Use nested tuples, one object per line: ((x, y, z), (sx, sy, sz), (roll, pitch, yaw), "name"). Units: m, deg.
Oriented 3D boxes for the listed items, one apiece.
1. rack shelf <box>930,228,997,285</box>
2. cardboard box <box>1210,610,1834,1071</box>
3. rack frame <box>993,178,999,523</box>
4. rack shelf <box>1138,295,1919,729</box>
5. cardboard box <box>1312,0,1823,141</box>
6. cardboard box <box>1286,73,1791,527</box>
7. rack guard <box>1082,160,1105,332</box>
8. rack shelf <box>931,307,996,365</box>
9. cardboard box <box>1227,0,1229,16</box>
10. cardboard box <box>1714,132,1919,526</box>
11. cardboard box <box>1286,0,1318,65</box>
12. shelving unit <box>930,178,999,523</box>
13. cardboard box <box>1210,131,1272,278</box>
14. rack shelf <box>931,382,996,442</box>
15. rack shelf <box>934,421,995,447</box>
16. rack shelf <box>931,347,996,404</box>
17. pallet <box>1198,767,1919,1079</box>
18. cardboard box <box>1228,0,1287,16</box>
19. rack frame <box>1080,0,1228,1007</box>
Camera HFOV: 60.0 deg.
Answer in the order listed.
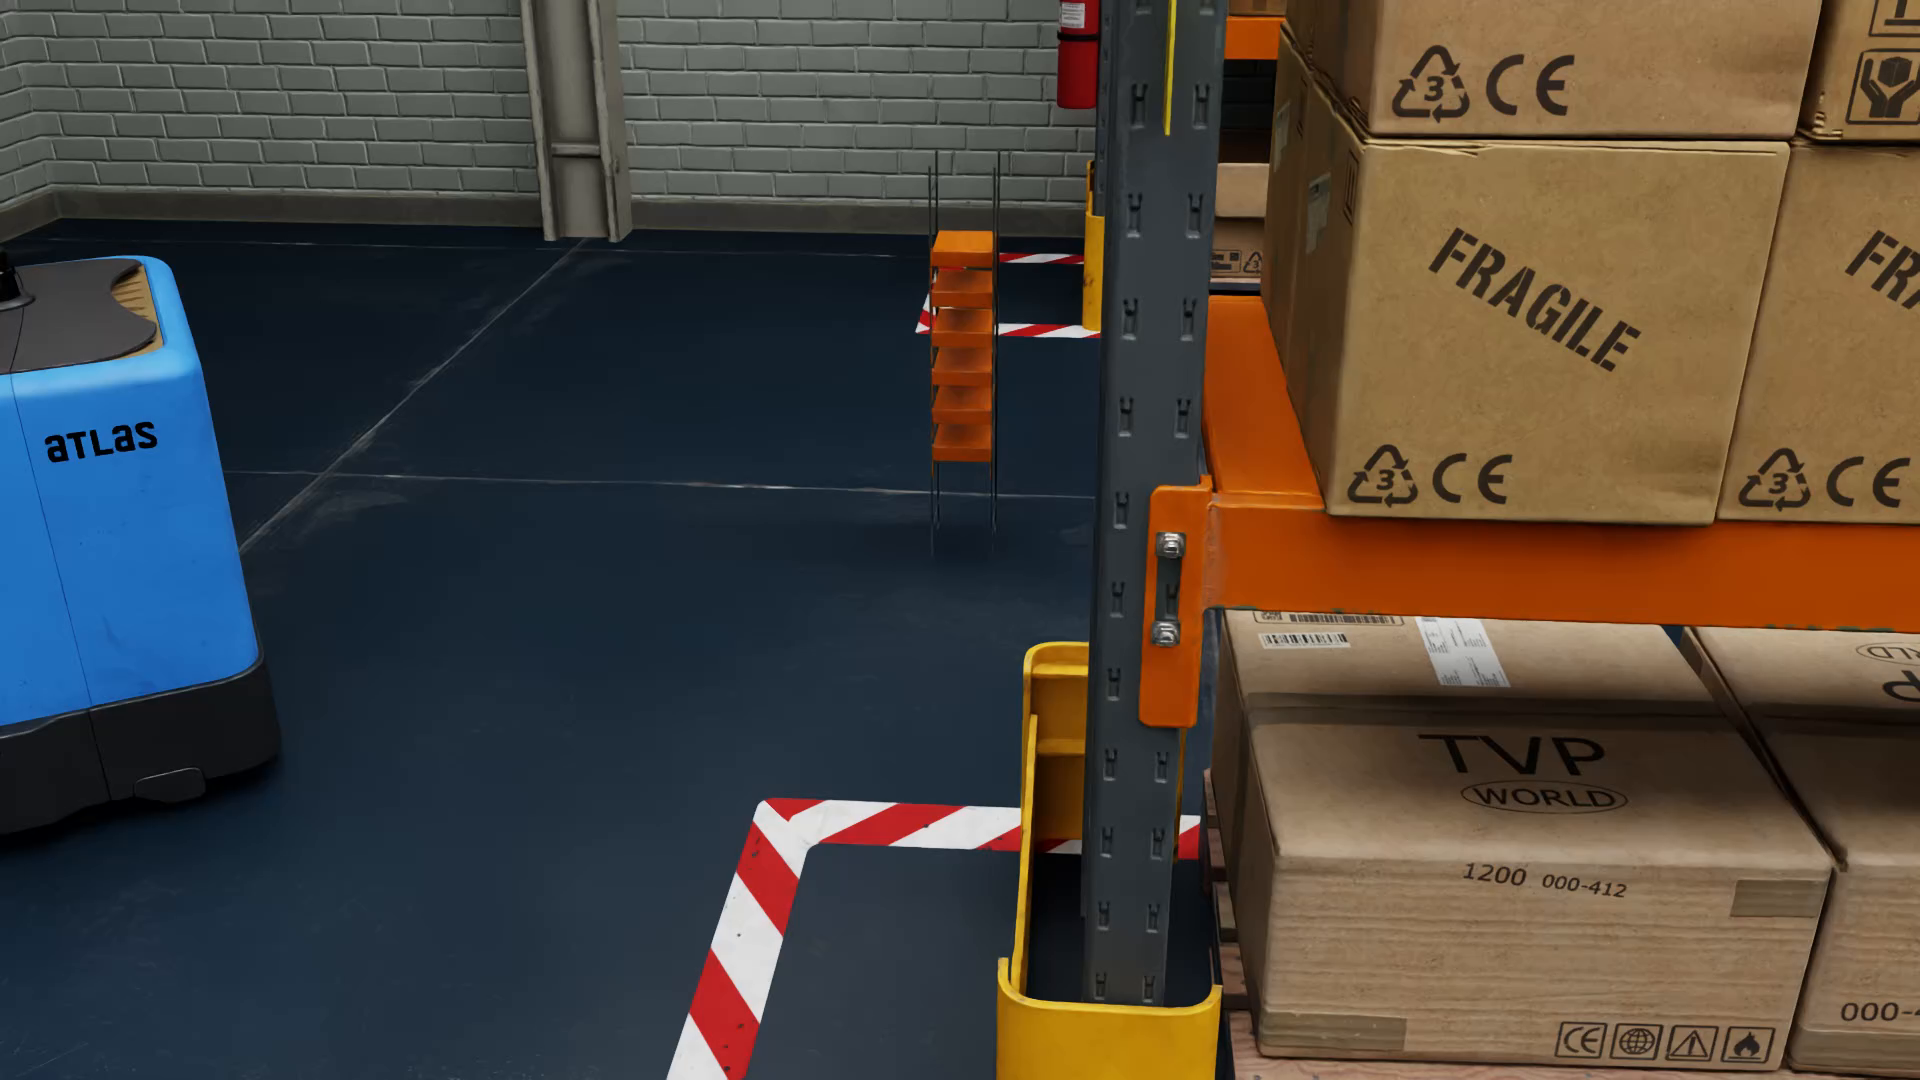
((0.014, -0.831, 4.866), (0.180, 0.103, 0.258), (2, 25, 4), "rack shelf")
((0.960, 0.511, 3.113), (0.875, 0.438, 0.875), (1, 25, 2), "cardboard box")
((0.106, -0.542, 4.993), (0.002, 1.046, 0.228), (2, 25, 4), "rack frame")
((2.289, -0.051, 2.632), (4.000, 0.370, 1.077), (2, 25, 4), "rack shelf")
((0.752, -0.807, 2.100), (0.500, 0.500, 0.500), (1, 25, 3), "cardboard box")
((0.751, -0.352, 2.307), (0.500, 0.500, 0.500), (2, 25, 4), "cardboard box")
((0.747, -1.372, 7.634), (0.348, 0.500, 1.175), (2, 25, 4), "rack guard")
((0.014, -0.613, 4.967), (0.180, 0.103, 0.258), (2, 25, 4), "rack shelf")
((0.978, -2.271, 6.898), (0.250, 0.149, 0.380), (2, 25, 4), "cardboard box")
((1.258, -0.347, 2.297), (0.500, 0.500, 0.500), (1, 25, 3), "cardboard box")
((0.794, -1.025, 2.573), (0.500, 0.500, 0.500), (3, 25, 6), "cardboard box")
((0.016, -0.545, 4.998), (0.183, 1.046, 0.258), (2, 25, 4), "shelving unit")
((1.274, -1.508, 7.423), (0.637, 0.503, 0.797), (1, 25, 2), "cardboard box")
((0.014, -0.395, 5.067), (0.180, 0.103, 0.258), (2, 25, 4), "rack shelf")
((0.014, -0.311, 5.106), (0.171, 0.034, 0.221), (2, 25, 4), "rack shelf")
((0.014, -0.504, 5.017), (0.180, 0.103, 0.258), (2, 25, 4), "rack shelf")
((1.098, 0.818, 3.219), (1.213, 0.211, 1.003), (2, 25, 4), "pallet")
((1.235, -2.283, 6.923), (0.250, 0.149, 0.380), (2, 25, 5), "cardboard box")
((0.295, -0.441, 2.621), (0.127, 3.000, 1.000), (2, 25, 4), "rack frame")
